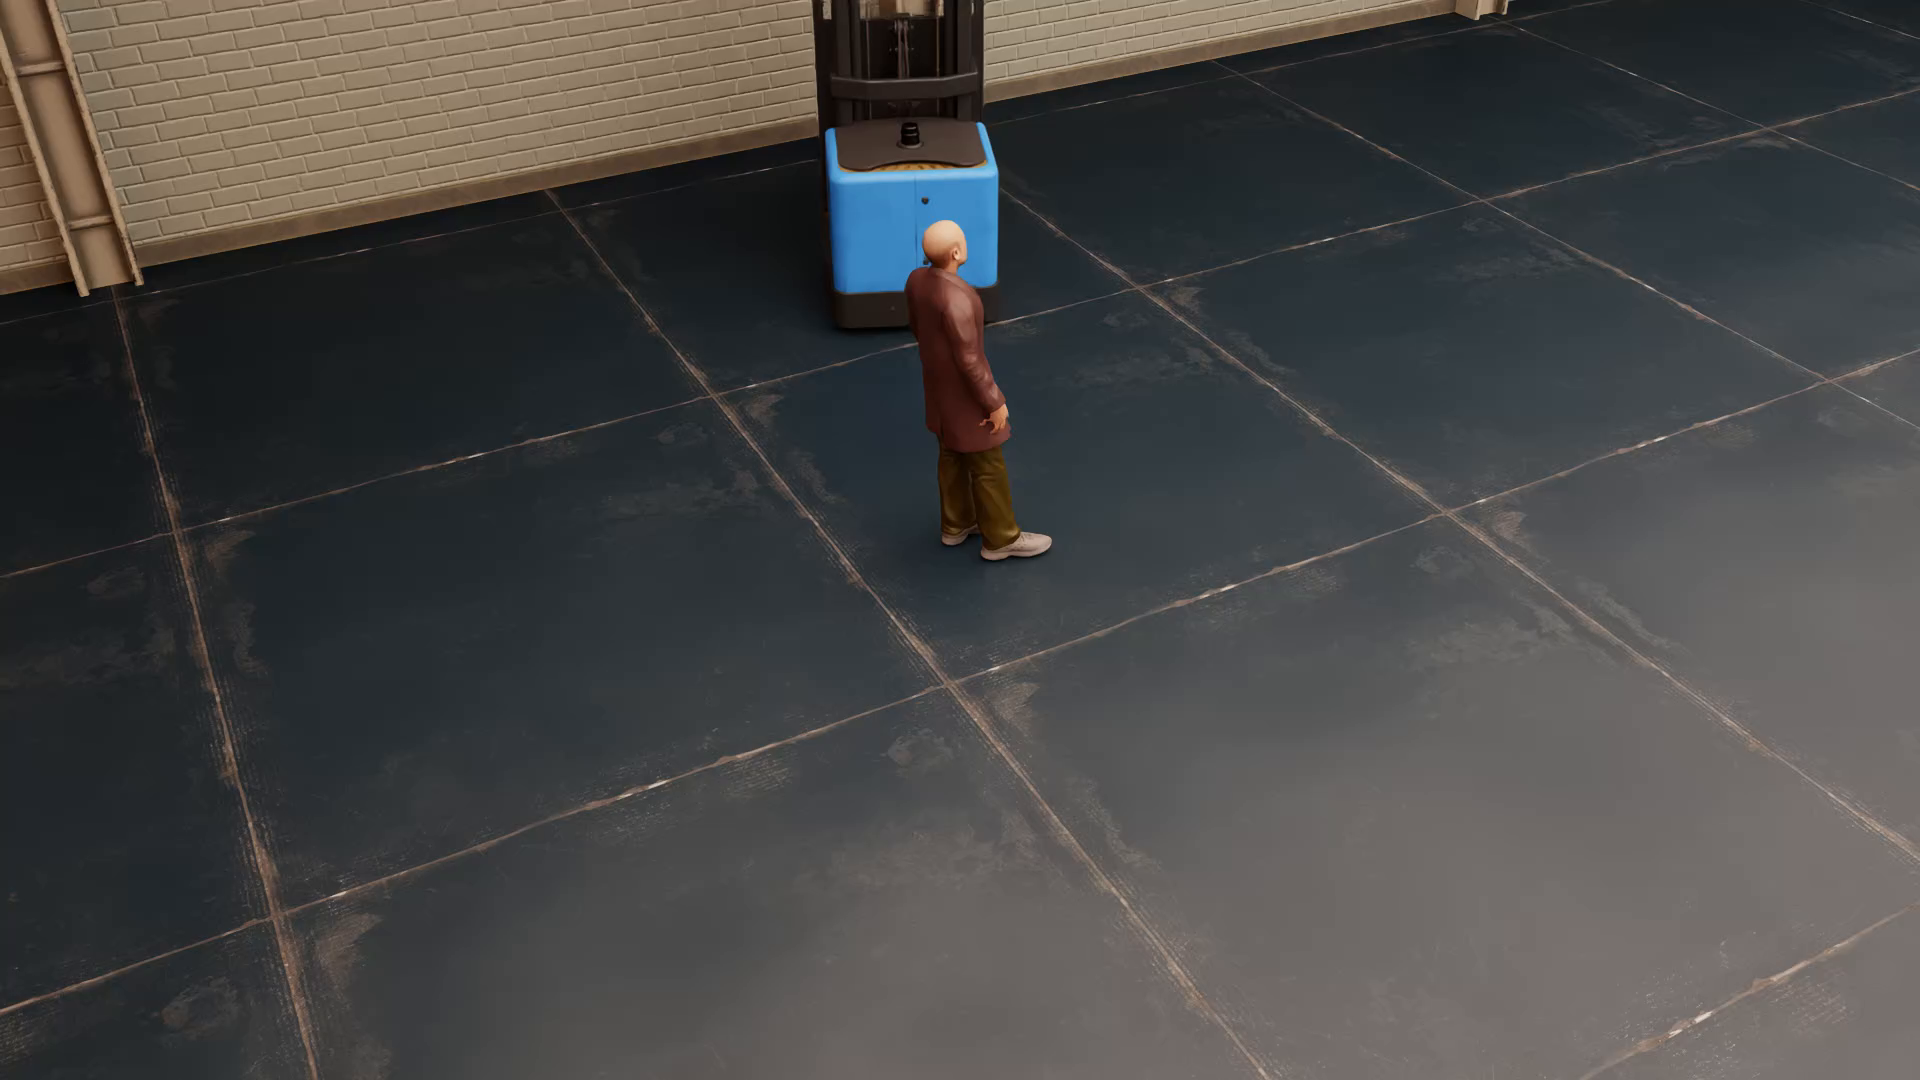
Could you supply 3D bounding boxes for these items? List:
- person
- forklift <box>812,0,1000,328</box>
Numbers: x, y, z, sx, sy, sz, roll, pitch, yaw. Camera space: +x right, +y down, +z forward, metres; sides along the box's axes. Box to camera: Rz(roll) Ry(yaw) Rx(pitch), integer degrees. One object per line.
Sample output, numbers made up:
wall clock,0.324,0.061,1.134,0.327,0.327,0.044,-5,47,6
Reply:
person,0.083,-0.755,8.177,0.579,1.777,0.698,-17,39,-23
forklift,-0.416,-3.357,10.872,1.130,2.935,3.031,-3,35,-5
